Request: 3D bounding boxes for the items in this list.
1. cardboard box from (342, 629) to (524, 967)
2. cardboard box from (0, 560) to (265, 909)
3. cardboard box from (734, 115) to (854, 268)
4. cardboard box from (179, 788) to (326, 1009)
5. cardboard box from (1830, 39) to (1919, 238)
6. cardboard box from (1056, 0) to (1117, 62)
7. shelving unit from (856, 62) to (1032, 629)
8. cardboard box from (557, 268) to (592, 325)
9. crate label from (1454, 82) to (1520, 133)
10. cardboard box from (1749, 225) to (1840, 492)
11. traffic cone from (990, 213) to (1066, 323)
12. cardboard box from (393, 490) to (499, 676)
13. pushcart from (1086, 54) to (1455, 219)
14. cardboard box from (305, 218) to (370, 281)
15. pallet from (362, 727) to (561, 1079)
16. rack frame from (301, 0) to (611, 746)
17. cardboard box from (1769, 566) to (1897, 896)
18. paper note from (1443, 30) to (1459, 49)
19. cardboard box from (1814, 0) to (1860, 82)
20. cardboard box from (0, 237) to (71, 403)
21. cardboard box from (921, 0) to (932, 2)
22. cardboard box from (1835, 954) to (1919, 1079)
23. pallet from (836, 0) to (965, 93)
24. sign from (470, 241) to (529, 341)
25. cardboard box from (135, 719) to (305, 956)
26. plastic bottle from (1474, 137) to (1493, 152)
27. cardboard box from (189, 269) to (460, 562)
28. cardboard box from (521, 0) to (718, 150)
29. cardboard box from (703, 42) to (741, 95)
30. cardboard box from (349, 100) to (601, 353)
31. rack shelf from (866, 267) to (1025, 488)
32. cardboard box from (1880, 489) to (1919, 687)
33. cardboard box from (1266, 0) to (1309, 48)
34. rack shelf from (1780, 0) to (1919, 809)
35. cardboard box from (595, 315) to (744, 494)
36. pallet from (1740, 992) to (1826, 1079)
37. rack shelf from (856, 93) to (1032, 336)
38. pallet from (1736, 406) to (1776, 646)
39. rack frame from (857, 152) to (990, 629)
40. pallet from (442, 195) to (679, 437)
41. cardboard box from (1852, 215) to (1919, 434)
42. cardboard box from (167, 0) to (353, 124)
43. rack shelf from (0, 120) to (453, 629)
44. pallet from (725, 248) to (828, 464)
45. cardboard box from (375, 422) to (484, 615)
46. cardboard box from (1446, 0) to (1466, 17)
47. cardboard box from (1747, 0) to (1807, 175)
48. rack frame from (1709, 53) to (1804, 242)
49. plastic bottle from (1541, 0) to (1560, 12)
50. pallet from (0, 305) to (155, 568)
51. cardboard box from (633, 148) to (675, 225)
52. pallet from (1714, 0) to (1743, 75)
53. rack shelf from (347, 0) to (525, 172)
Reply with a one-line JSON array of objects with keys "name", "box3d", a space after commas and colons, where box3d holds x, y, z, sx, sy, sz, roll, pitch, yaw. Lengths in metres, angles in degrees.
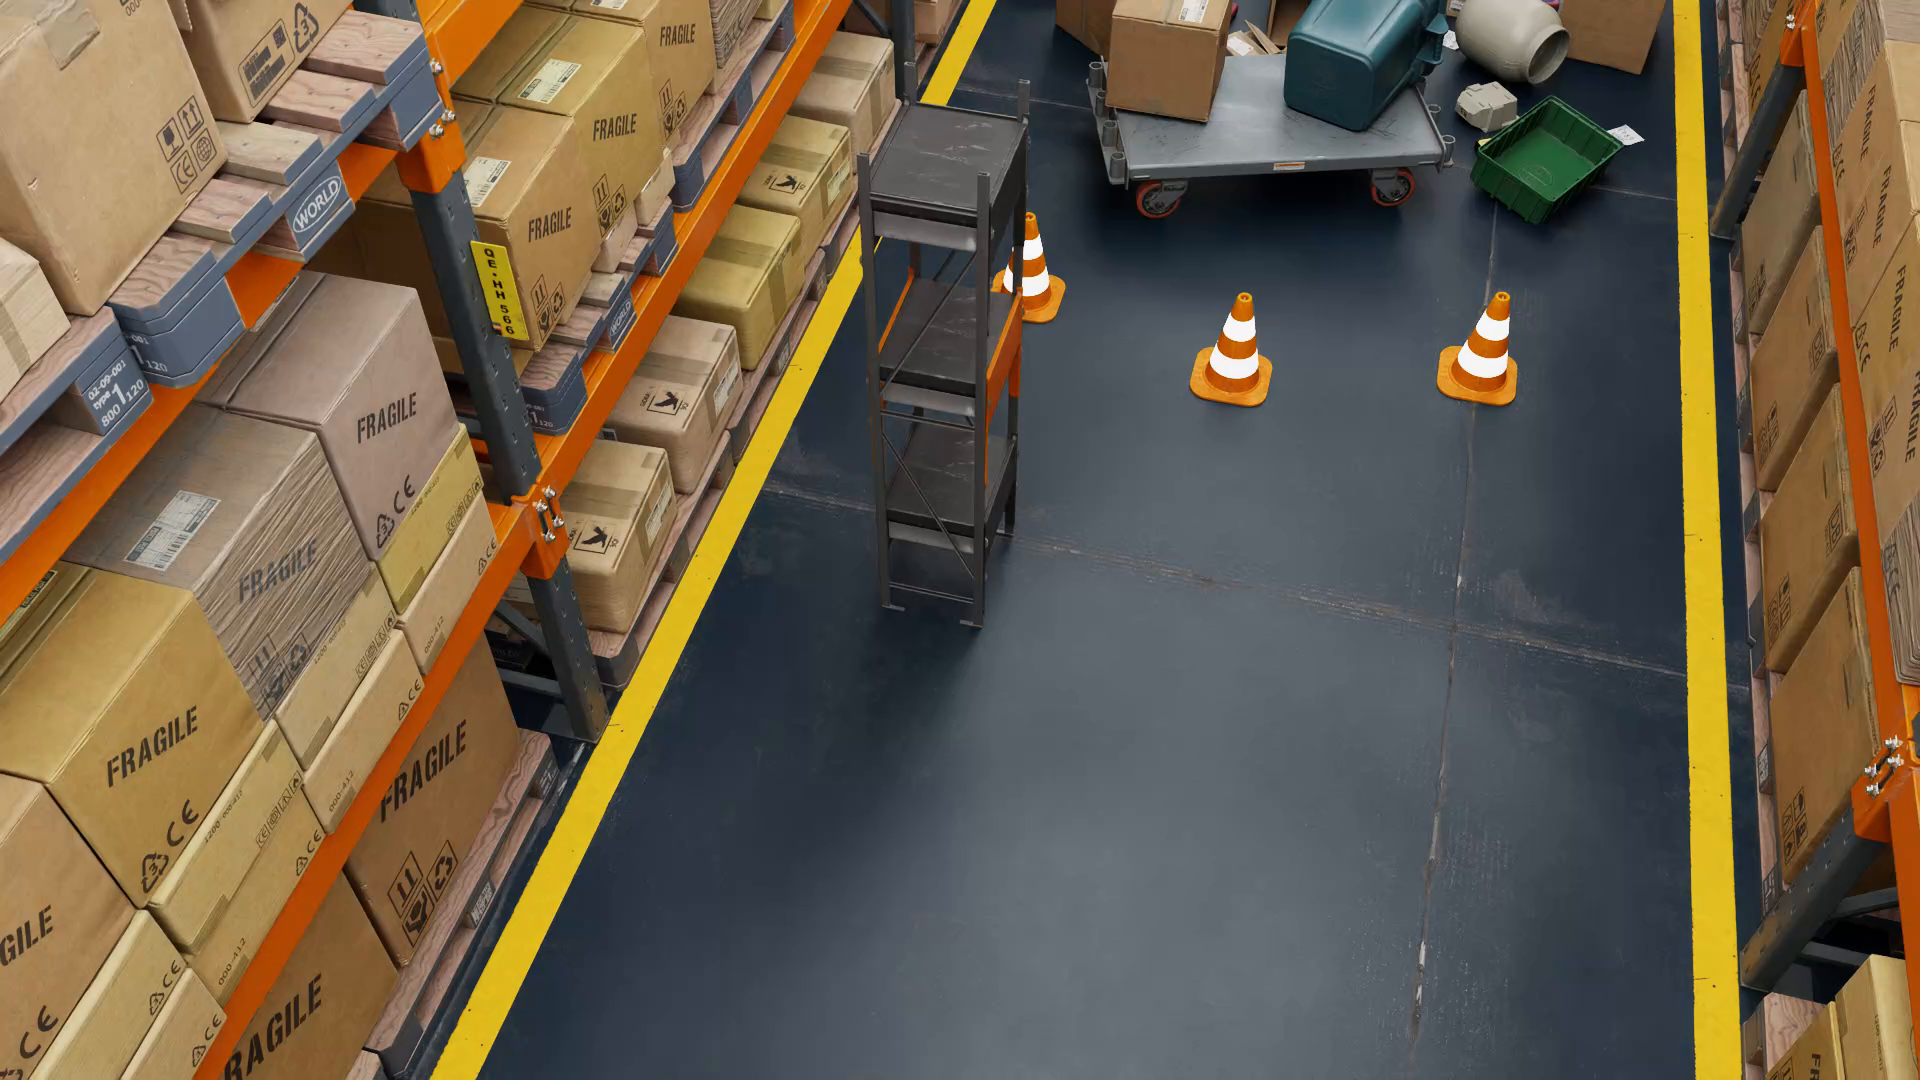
[{"name": "cardboard box", "box3d": [-2.038, 0.655, 5.227, 0.875, 0.875, 0.875, 11, 50, 10]}, {"name": "cardboard box", "box3d": [-1.924, 0.400, 3.582, 0.500, 0.500, 0.500, 12, 50, 10]}, {"name": "cardboard box", "box3d": [-1.045, -1.655, 7.601, 0.950, 0.372, 0.625, 14, 50, 12]}, {"name": "cardboard box", "box3d": [-1.926, 0.808, 4.055, 0.500, 0.250, 0.500, 11, 50, 10]}, {"name": "cardboard box", "box3d": [3.414, -1.361, 5.803, 0.500, 0.500, 0.500, 11, 50, 10]}, {"name": "cardboard box", "box3d": [0.871, -2.966, 8.951, 0.500, 0.500, 0.500, -27, 54, -22]}, {"name": "shelving unit", "box3d": [-0.044, -0.575, 5.776, 0.431, 2.100, 0.503, 12, 50, 10]}, {"name": "cardboard box", "box3d": [-1.405, -0.844, 5.301, 0.380, 0.149, 0.250, 9, 49, 8]}, {"name": "crate label", "box3d": [2.709, -2.235, 8.550, 0.298, 0.136, 0.250, -19, 51, -16]}, {"name": "cardboard box", "box3d": [3.744, -0.613, 6.429, 1.050, 0.750, 0.750, 12, 50, 10]}, {"name": "traffic cone", "box3d": [0.301, -1.273, 7.484, 0.336, 0.463, 0.334, 12, 50, 10]}, {"name": "cardboard box", "box3d": [-1.659, 0.074, 4.703, 0.500, 0.250, 0.500, 10, 49, 9]}, {"name": "pushcart", "box3d": [1.489, -2.004, 8.186, 1.648, 0.377, 0.936, -4, 49, -3]}, {"name": "cardboard box", "box3d": [-1.925, -1.047, 5.047, 0.500, 0.500, 0.500, 10, 49, 9]}, {"name": "pallet", "box3d": [-2.056, 1.086, 5.570, 1.003, 0.211, 1.213, 12, 50, 10]}, {"name": "rack frame", "box3d": [-1.776, -0.392, 5.014, 1.000, 3.000, 0.127, 12, 50, 10]}, {"name": "cardboard box", "box3d": [3.273, 0.694, 5.276, 1.050, 0.750, 0.750, 11, 49, 10]}, {"name": "paper note", "box3d": [2.671, -2.740, 9.072, 0.172, 0.023, 0.155, 28, 54, 22]}, {"name": "cardboard box", "box3d": [3.681, -2.088, 6.444, 0.500, 0.500, 0.500, 12, 50, 10]}, {"name": "cardboard box", "box3d": [-1.801, -0.414, 2.843, 0.396, 0.266, 0.258, 10, 49, 9]}, {"name": "cardboard box", "box3d": [-0.308, -3.136, 8.490, 0.500, 0.500, 0.500, 14, 50, 12]}, {"name": "cardboard box", "box3d": [2.611, 1.402, 4.317, 0.500, 0.250, 0.500, 10, 49, 8]}, {"name": "pallet", "box3d": [-0.581, -2.856, 9.048, 1.003, 0.211, 1.213, 12, 50, 10]}, {"name": "sign", "box3d": [-1.240, -0.668, 4.486, 0.100, 0.325, 0.005, 12, 50, 10]}, {"name": "cardboard box", "box3d": [-1.905, 0.638, 3.871, 0.500, 0.250, 0.500, 10, 49, 9]}, {"name": "plastic bottle", "box3d": [2.695, -1.907, 8.311, 0.133, 0.061, 0.283, -11, 50, -10]}, {"name": "cardboard box", "box3d": [-1.660, -0.331, 4.226, 0.500, 0.500, 0.500, 10, 49, 9]}, {"name": "cardboard box", "box3d": [-1.171, -1.706, 5.629, 0.500, 0.500, 0.500, 12, 50, 11]}, {"name": "cardboard box", "box3d": [-1.039, -1.806, 6.150, 0.380, 0.149, 0.250, 13, 50, 11]}, {"name": "cardboard box", "box3d": [-1.435, -0.943, 4.955, 0.500, 0.500, 0.500, 10, 49, 9]}, {"name": "rack shelf", "box3d": [-0.044, -0.566, 5.786, 0.431, 0.518, 0.480, 12, 50, 10]}, {"name": "cardboard box", "box3d": [2.885, 0.099, 4.514, 0.500, 0.500, 0.500, 12, 50, 10]}, {"name": "cardboard box", "box3d": [2.071, -2.950, 8.846, 0.797, 0.637, 0.503, 12, 50, 10]}, {"name": "rack shelf", "box3d": [3.552, -0.697, 5.763, 1.077, 0.370, 4.000, 12, 50, 10]}, {"name": "cardboard box", "box3d": [-1.431, -0.604, 6.674, 0.950, 0.372, 0.625, 11, 49, 9]}, {"name": "pallet", "box3d": [2.819, 1.999, 4.764, 1.003, 0.211, 1.213, 12, 50, 10]}, {"name": "rack shelf", "box3d": [-0.044, -1.029, 5.261, 0.431, 0.518, 0.480, 12, 50, 10]}, {"name": "pallet", "box3d": [3.629, -0.001, 6.529, 1.003, 0.211, 1.213, 12, 50, 10]}, {"name": "rack frame", "box3d": [-0.108, -0.399, 5.620, 0.400, 2.100, 0.015, 12, 50, 10]}, {"name": "pallet", "box3d": [-1.691, -0.865, 5.560, 1.213, 0.211, 1.003, 12, 50, 10]}, {"name": "cardboard box", "box3d": [3.150, -0.623, 5.151, 0.500, 0.500, 0.500, 11, 49, 9]}, {"name": "cardboard box", "box3d": [-1.730, -1.256, 3.427, 0.797, 0.503, 0.637, 9, 49, 8]}, {"name": "rack shelf", "box3d": [-2.303, 0.300, 2.883, 1.077, 0.370, 4.000, 12, 50, 10]}, {"name": "pallet", "box3d": [-1.246, -0.914, 7.335, 1.003, 0.211, 1.213, 12, 50, 10]}, {"name": "cardboard box", "box3d": [-1.659, -0.108, 4.530, 0.500, 0.250, 0.500, 11, 50, 10]}, {"name": "cardboard box", "box3d": [2.754, -3.084, 9.214, 0.396, 0.266, 0.258, 19, 51, 16]}, {"name": "cardboard box", "box3d": [4.312, -2.259, 7.799, 0.875, 0.875, 0.875, 12, 50, 11]}, {"name": "rack frame", "box3d": [4.079, -2.382, 6.770, 1.000, 3.000, 0.127, 12, 50, 10]}, {"name": "plastic bottle", "box3d": [3.180, -2.993, 9.269, 0.283, 0.061, 0.133, -4, 49, -3]}, {"name": "pallet", "box3d": [-2.186, -0.037, 2.826, 1.003, 0.211, 1.213, 14, 50, 12]}, {"name": "cardboard box", "box3d": [-1.196, -1.228, 5.640, 0.380, 0.149, 0.250, 12, 50, 10]}, {"name": "pallet", "box3d": [4.673, -2.879, 9.069, 1.003, 0.211, 1.213, 12, 50, 10]}, {"name": "rack shelf", "box3d": [-1.250, -2.594, 5.436, 1.077, 0.370, 4.000, 12, 50, 10]}]
